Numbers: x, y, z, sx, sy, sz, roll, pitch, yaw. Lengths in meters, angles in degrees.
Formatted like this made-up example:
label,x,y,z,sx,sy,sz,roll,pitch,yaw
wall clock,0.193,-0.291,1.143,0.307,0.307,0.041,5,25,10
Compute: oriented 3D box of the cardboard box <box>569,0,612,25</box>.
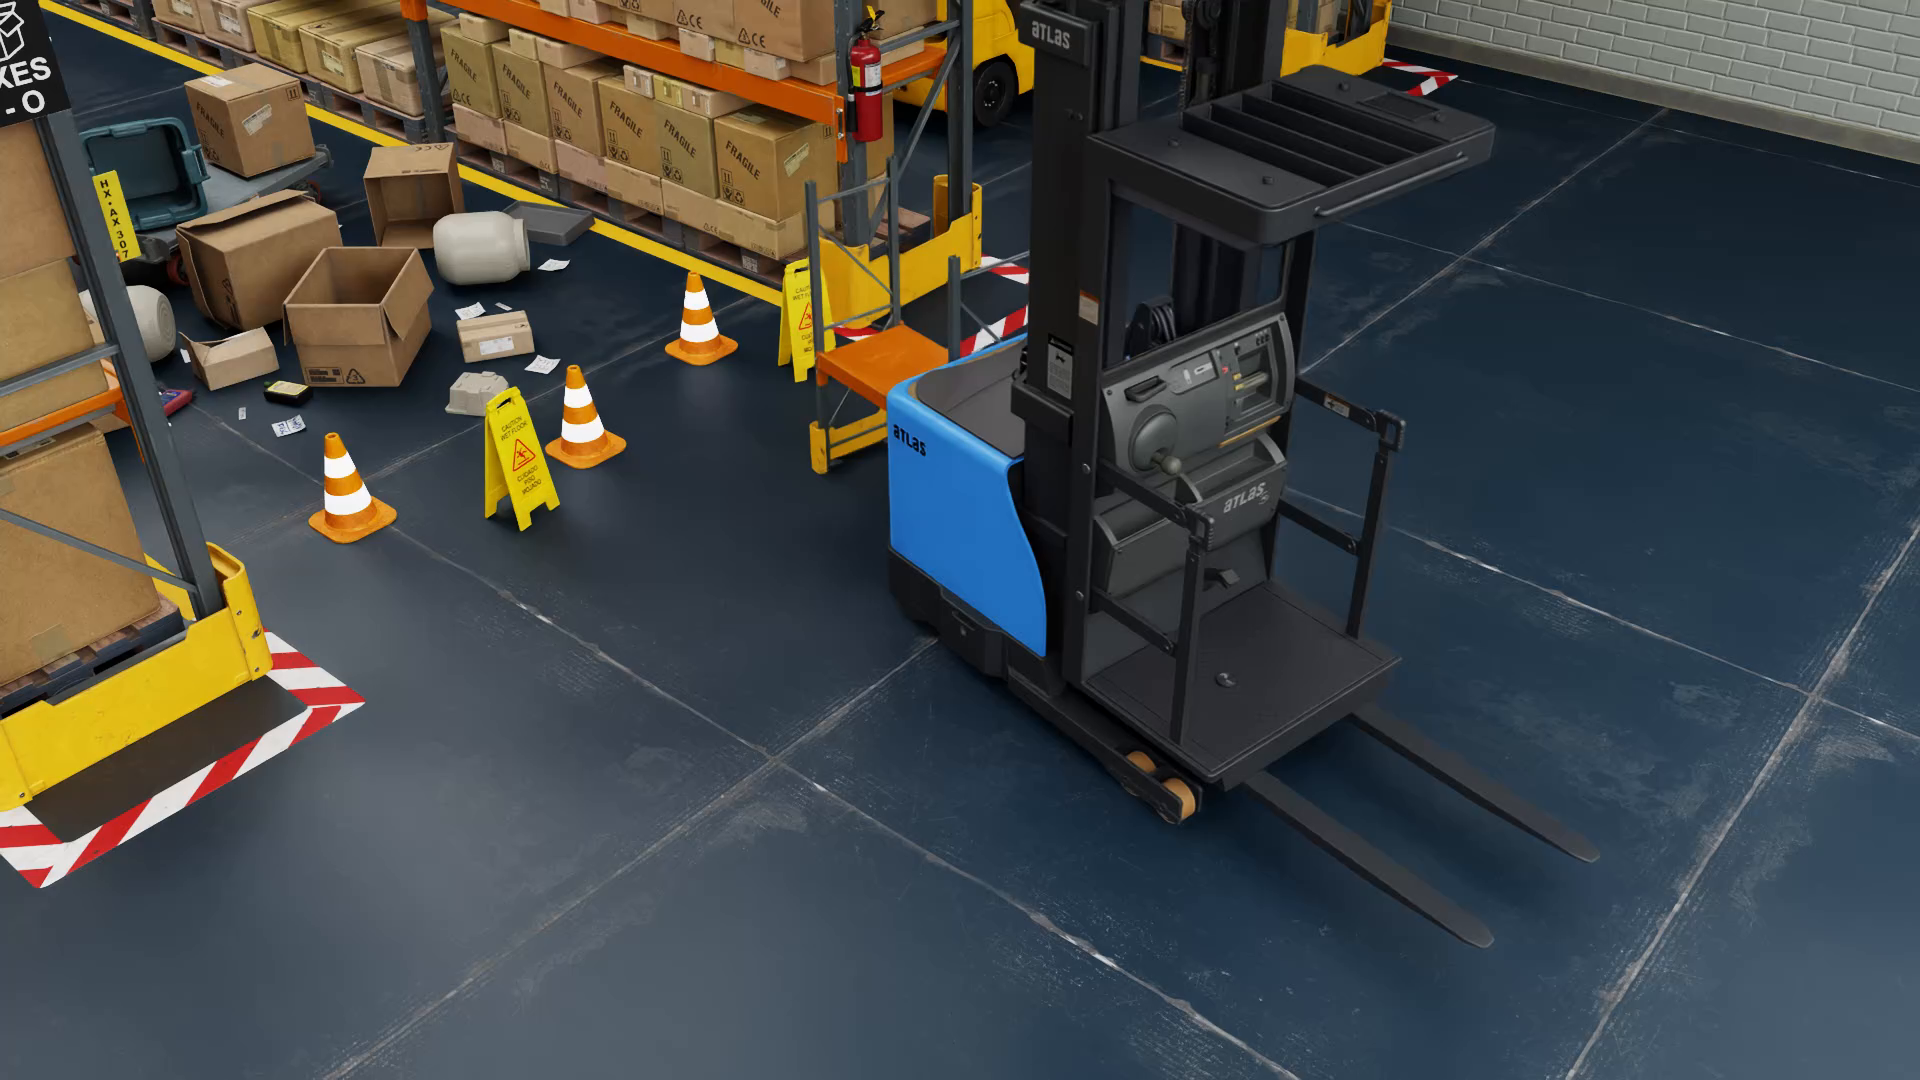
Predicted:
label,x,y,z,sx,sy,sz,roll,pitch,yaw
cardboard box,-2.139,-3.259,10.067,0.250,0.149,0.380,25,42,32

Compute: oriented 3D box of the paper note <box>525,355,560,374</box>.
label,x,y,z,sx,sy,sz,roll,pitch,yaw
paper note,-2.290,-0.966,9.130,0.142,0.019,0.148,12,36,16

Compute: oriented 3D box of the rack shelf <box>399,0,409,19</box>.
label,x,y,z,sx,sy,sz,roll,pitch,yaw
rack shelf,-4.901,-4.590,12.420,4.000,0.370,1.077,25,42,32

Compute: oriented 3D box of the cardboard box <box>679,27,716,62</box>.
label,x,y,z,sx,sy,sz,roll,pitch,yaw
cardboard box,-1.381,-2.878,9.513,0.250,0.149,0.380,26,42,33

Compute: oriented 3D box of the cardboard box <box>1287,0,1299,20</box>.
label,x,y,z,sx,sy,sz,roll,pitch,yaw
cardboard box,2.309,-4.161,12.775,0.500,0.250,0.500,25,41,31

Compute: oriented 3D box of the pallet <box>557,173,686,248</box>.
label,x,y,z,sx,sy,sz,roll,pitch,yaw
pallet,-1.884,-2.343,10.976,1.213,0.211,1.003,25,42,32

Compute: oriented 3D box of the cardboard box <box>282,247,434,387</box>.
label,x,y,z,sx,sy,sz,roll,pitch,yaw
cardboard box,-3.260,-1.219,9.081,0.637,0.503,0.797,0,34,0

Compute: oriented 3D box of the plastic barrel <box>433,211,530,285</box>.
label,x,y,z,sx,sy,sz,roll,pitch,yaw
plastic barrel,-2.846,-1.741,9.911,0.512,0.421,0.421,-6,35,-8

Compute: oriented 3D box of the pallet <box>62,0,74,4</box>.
label,x,y,z,sx,sy,sz,roll,pitch,yaw
pallet,-7.930,-5.222,15.168,1.213,0.211,1.003,25,42,32

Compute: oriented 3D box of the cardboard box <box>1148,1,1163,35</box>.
label,x,y,z,sx,sy,sz,roll,pitch,yaw
cardboard box,1.565,-4.316,13.443,0.500,0.250,0.500,26,42,32

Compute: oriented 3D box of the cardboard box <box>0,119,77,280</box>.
label,x,y,z,sx,sy,sz,roll,pitch,yaw
cardboard box,-3.640,-1.182,5.735,0.550,0.550,0.875,25,42,32

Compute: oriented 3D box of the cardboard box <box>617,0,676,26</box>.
label,x,y,z,sx,sy,sz,roll,pitch,yaw
cardboard box,-1.648,-3.320,9.584,0.500,0.500,0.500,25,42,32

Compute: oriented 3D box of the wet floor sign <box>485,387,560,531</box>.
label,x,y,z,sx,sy,sz,roll,pitch,yaw
wet floor sign,-2.091,-0.404,7.768,0.232,0.644,0.267,18,38,24

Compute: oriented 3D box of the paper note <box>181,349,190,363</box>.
label,x,y,z,sx,sy,sz,roll,pitch,yaw
paper note,-4.239,-1.049,9.258,0.172,0.023,0.155,-18,38,-25

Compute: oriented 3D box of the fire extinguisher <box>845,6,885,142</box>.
label,x,y,z,sx,sy,sz,roll,pitch,yaw
fire extinguisher,-0.497,-2.440,8.721,0.183,0.674,0.296,25,42,32

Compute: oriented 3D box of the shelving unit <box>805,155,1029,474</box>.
label,x,y,z,sx,sy,sz,roll,pitch,yaw
shelving unit,-0.176,-0.846,7.657,0.587,1.500,1.083,-25,42,-32

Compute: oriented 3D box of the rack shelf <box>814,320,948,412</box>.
label,x,y,z,sx,sy,sz,roll,pitch,yaw
rack shelf,-0.170,-0.694,7.754,0.538,0.185,1.000,-25,42,-32

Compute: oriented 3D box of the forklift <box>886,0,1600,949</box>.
label,x,y,z,sx,sy,sz,roll,pitch,yaw
forklift,1.006,-0.475,5.852,1.130,2.935,3.031,-25,42,-32

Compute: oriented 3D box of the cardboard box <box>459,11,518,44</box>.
label,x,y,z,sx,sy,sz,roll,pitch,yaw
cardboard box,-3.026,-3.376,10.839,0.250,0.149,0.380,26,42,32

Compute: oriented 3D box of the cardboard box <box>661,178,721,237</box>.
label,x,y,z,sx,sy,sz,roll,pitch,yaw
cardboard box,-1.477,-2.120,10.245,0.500,0.250,0.500,25,42,32

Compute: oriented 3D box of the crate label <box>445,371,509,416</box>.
label,x,y,z,sx,sy,sz,roll,pitch,yaw
crate label,-2.539,-0.780,8.765,0.298,0.136,0.250,6,35,8

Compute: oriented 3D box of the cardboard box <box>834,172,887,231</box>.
label,x,y,z,sx,sy,sz,roll,pitch,yaw
cardboard box,-0.733,-2.166,10.312,0.500,0.250,0.500,25,42,31

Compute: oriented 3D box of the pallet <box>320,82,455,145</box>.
label,x,y,z,sx,sy,sz,roll,pitch,yaw
pallet,-3.964,-3.294,12.361,1.213,0.211,1.003,25,42,32

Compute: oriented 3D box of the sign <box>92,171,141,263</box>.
label,x,y,z,sx,sy,sz,roll,pitch,yaw
sign,-3.020,-1.152,5.943,0.005,0.325,0.100,25,42,32

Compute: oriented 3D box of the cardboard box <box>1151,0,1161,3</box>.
label,x,y,z,sx,sy,sz,roll,pitch,yaw
cardboard box,1.520,-4.525,13.305,0.500,0.250,0.500,24,41,31

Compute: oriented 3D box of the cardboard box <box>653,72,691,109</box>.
label,x,y,z,sx,sy,sz,roll,pitch,yaw
cardboard box,-1.589,-2.703,9.858,0.250,0.149,0.380,26,42,33

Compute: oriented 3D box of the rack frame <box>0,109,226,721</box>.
label,x,y,z,sx,sy,sz,roll,pitch,yaw
rack frame,-3.380,-0.523,5.863,0.127,3.000,1.000,25,42,32

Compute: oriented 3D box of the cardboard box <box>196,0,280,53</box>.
label,x,y,z,sx,sy,sz,roll,pitch,yaw
cardboard box,-5.438,-4.228,13.208,0.625,0.372,0.950,24,41,31

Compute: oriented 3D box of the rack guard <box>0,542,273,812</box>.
label,x,y,z,sx,sy,sz,roll,pitch,yaw
rack guard,-3.361,0.516,6.557,0.348,0.500,1.175,25,42,32

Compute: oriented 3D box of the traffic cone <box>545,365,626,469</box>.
label,x,y,z,sx,sy,sz,roll,pitch,yaw
traffic cone,-1.895,-0.656,8.297,0.334,0.463,0.336,25,42,32

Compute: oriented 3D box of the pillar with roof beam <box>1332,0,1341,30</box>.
label,x,y,z,sx,sy,sz,roll,pitch,yaw
pillar with roof beam,0.170,-6.119,8.711,0.400,9.000,9.100,25,42,32

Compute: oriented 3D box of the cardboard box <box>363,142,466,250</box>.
label,x,y,z,sx,sy,sz,roll,pitch,yaw
cardboard box,-3.412,-2.153,10.441,0.500,0.500,0.500,-6,35,-8

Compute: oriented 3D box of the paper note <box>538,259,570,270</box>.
label,x,y,z,sx,sy,sz,roll,pitch,yaw
paper note,-2.485,-1.688,10.181,0.148,0.019,0.142,12,36,16

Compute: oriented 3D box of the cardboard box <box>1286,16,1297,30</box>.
label,x,y,z,sx,sy,sz,roll,pitch,yaw
cardboard box,2.319,-3.947,12.905,0.500,0.250,0.500,26,42,32

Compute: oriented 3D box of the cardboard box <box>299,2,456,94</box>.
label,x,y,z,sx,sy,sz,roll,pitch,yaw
cardboard box,-4.324,-3.700,12.439,0.625,0.372,0.950,28,43,34

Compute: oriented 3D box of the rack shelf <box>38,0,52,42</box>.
label,x,y,z,sx,sy,sz,roll,pitch,yaw
rack shelf,-4.917,-2.188,6.272,4.000,0.370,1.077,25,42,32

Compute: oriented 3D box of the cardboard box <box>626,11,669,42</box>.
label,x,y,z,sx,sy,sz,roll,pitch,yaw
cardboard box,-1.742,-3.085,9.815,0.250,0.149,0.380,25,42,31

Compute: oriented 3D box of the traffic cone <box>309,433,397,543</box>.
label,x,y,z,sx,sy,sz,roll,pitch,yaw
traffic cone,-2.879,-0.288,7.760,0.334,0.463,0.336,25,42,32

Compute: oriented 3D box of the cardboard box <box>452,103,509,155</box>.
label,x,y,z,sx,sy,sz,roll,pitch,yaw
cardboard box,-3.084,-2.871,11.339,0.500,0.250,0.500,23,41,30

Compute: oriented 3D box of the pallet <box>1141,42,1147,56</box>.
label,x,y,z,sx,sy,sz,roll,pitch,yaw
pallet,1.335,-4.426,14.008,1.213,0.211,1.003,25,42,32

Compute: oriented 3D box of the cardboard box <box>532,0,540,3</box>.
label,x,y,z,sx,sy,sz,roll,pitch,yaw
cardboard box,-2.484,-3.466,10.369,0.250,0.149,0.380,25,42,32

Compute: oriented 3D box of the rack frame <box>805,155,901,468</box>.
label,x,y,z,sx,sy,sz,roll,pitch,yaw
rack frame,-0.492,-1.065,7.976,0.500,1.500,0.032,-25,42,-32

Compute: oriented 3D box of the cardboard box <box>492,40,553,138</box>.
label,x,y,z,sx,sy,sz,roll,pitch,yaw
cardboard box,-2.665,-2.991,10.852,0.500,0.500,0.500,27,43,34

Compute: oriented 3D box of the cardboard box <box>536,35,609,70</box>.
label,x,y,z,sx,sy,sz,roll,pitch,yaw
cardboard box,-2.421,-3.094,10.429,0.250,0.149,0.380,28,43,34

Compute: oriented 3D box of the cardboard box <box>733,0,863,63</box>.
label,x,y,z,sx,sy,sz,roll,pitch,yaw
cardboard box,-0.884,-2.954,9.051,0.500,0.500,0.500,24,41,31

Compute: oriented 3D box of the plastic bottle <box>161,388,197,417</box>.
label,x,y,z,sx,sy,sz,roll,pitch,yaw
plastic bottle,-4.160,-0.728,8.756,0.133,0.061,0.283,12,36,16

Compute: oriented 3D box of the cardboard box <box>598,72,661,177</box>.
label,x,y,z,sx,sy,sz,roll,pitch,yaw
cardboard box,-1.860,-2.613,10.300,0.500,0.500,0.500,24,41,31

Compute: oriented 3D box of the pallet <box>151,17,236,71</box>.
label,x,y,z,sx,sy,sz,roll,pitch,yaw
pallet,-5.839,-4.178,13.647,1.213,0.211,1.003,25,42,32

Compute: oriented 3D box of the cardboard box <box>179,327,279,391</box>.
label,x,y,z,sx,sy,sz,roll,pitch,yaw
cardboard box,-3.954,-1.024,9.006,0.396,0.266,0.258,-26,42,-32

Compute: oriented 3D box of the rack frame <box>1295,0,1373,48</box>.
label,x,y,z,sx,sy,sz,roll,pitch,yaw
rack frame,2.883,-4.875,12.198,0.127,3.000,1.000,25,42,32

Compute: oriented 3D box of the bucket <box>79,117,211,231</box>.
label,x,y,z,sx,sy,sz,roll,pitch,yaw
bucket,-4.874,-2.203,9.857,0.726,0.611,0.620,-18,28,-25

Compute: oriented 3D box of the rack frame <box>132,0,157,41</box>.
label,x,y,z,sx,sy,sz,roll,pitch,yaw
rack frame,-6.439,-5.611,13.271,0.127,3.000,1.000,25,42,32

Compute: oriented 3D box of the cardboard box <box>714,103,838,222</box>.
label,x,y,z,sx,sy,sz,roll,pitch,yaw
cardboard box,-1.073,-2.239,9.756,0.500,0.500,0.500,26,42,32

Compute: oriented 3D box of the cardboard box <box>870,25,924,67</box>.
label,x,y,z,sx,sy,sz,roll,pitch,yaw
cardboard box,-0.419,-2.823,9.433,0.250,0.149,0.380,25,42,32

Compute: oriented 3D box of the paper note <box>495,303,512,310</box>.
label,x,y,z,sx,sy,sz,roll,pitch,yaw
paper note,-2.672,-1.366,9.730,0.123,0.001,0.032,25,42,32

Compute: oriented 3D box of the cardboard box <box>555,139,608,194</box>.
label,x,y,z,sx,sy,sz,roll,pitch,yaw
cardboard box,-2.257,-2.491,10.786,0.500,0.250,0.500,25,41,31

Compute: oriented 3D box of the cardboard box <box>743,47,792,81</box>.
label,x,y,z,sx,sy,sz,roll,pitch,yaw
cardboard box,-0.980,-2.696,9.248,0.250,0.149,0.380,25,42,31
